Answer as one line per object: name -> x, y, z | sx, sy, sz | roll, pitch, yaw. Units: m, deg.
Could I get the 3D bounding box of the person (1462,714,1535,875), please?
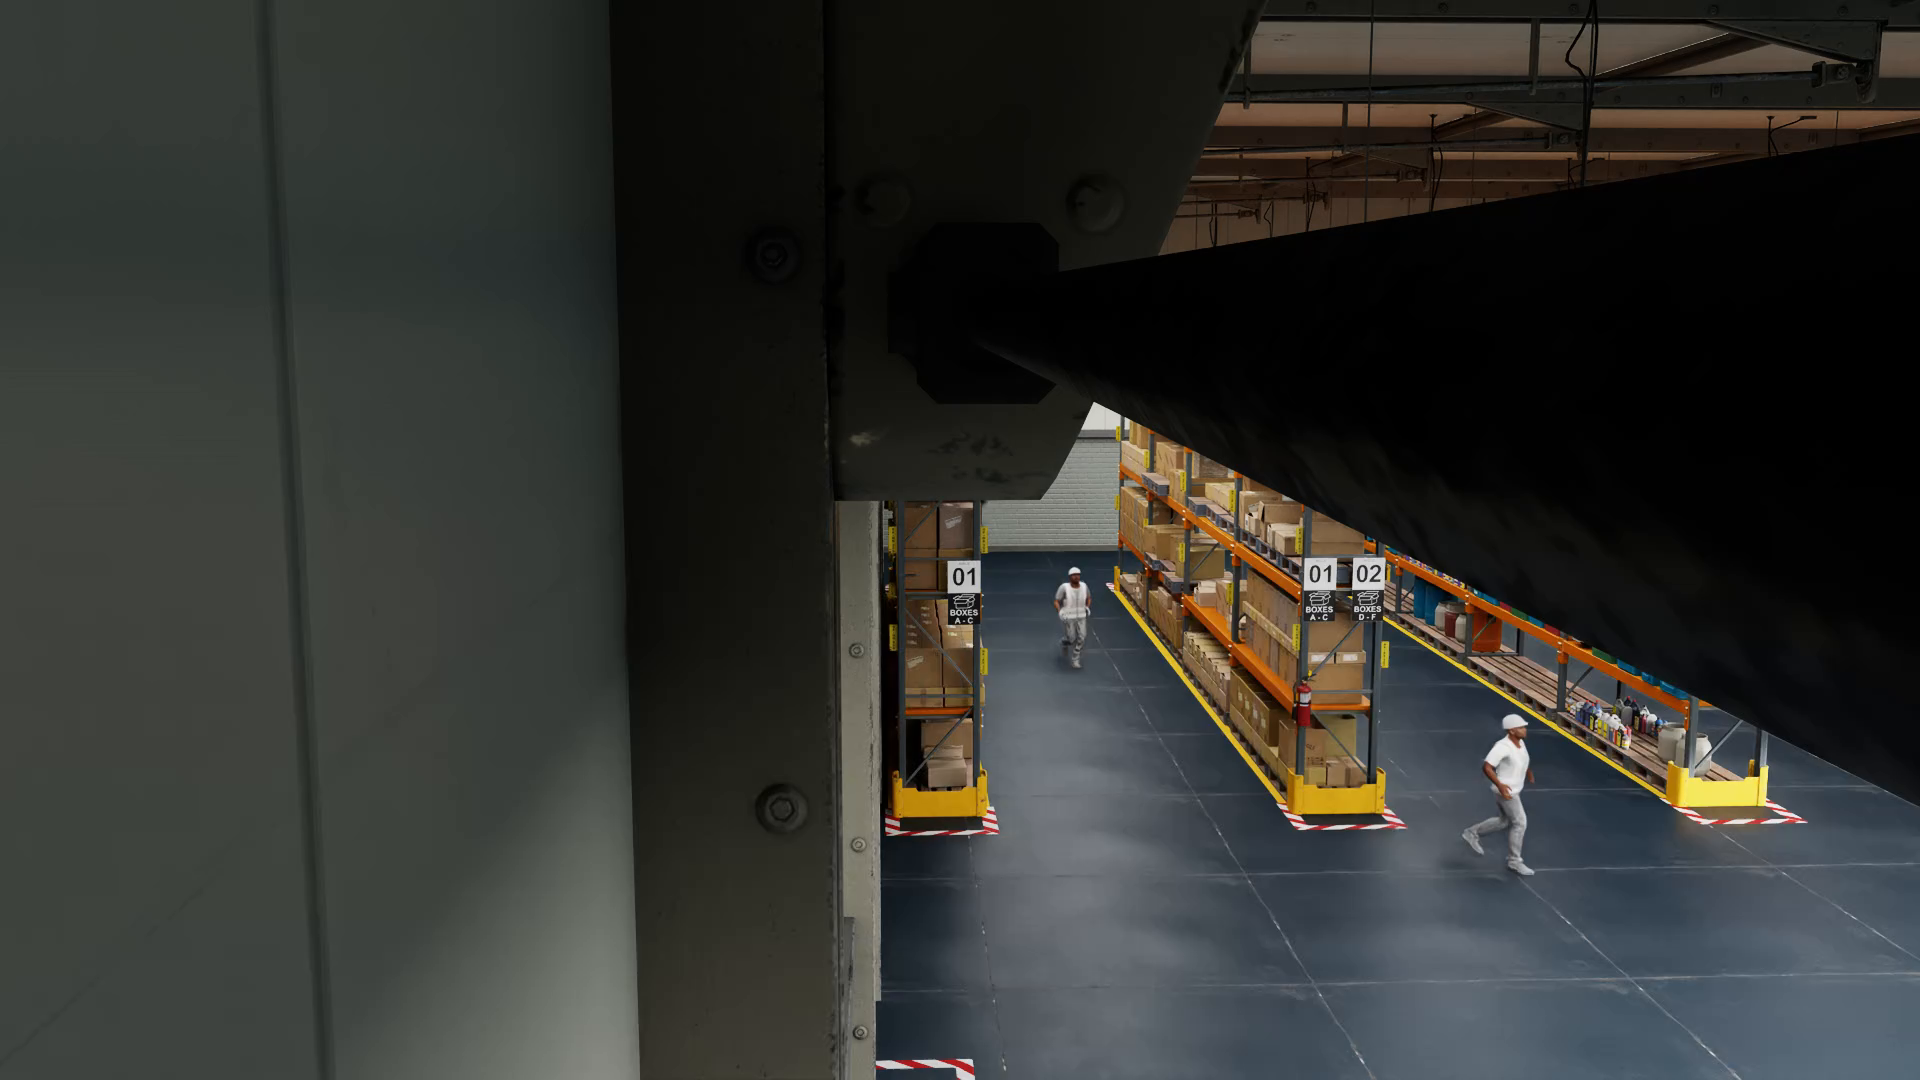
person -> 6.046, 2.801, 18.582 | 0.834, 1.789, 0.675 | 5, 10, 32

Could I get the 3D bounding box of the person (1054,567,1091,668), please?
person -> 1.977, 1.331, 28.852 | 0.683, 1.735, 0.625 | -2, 9, -15
